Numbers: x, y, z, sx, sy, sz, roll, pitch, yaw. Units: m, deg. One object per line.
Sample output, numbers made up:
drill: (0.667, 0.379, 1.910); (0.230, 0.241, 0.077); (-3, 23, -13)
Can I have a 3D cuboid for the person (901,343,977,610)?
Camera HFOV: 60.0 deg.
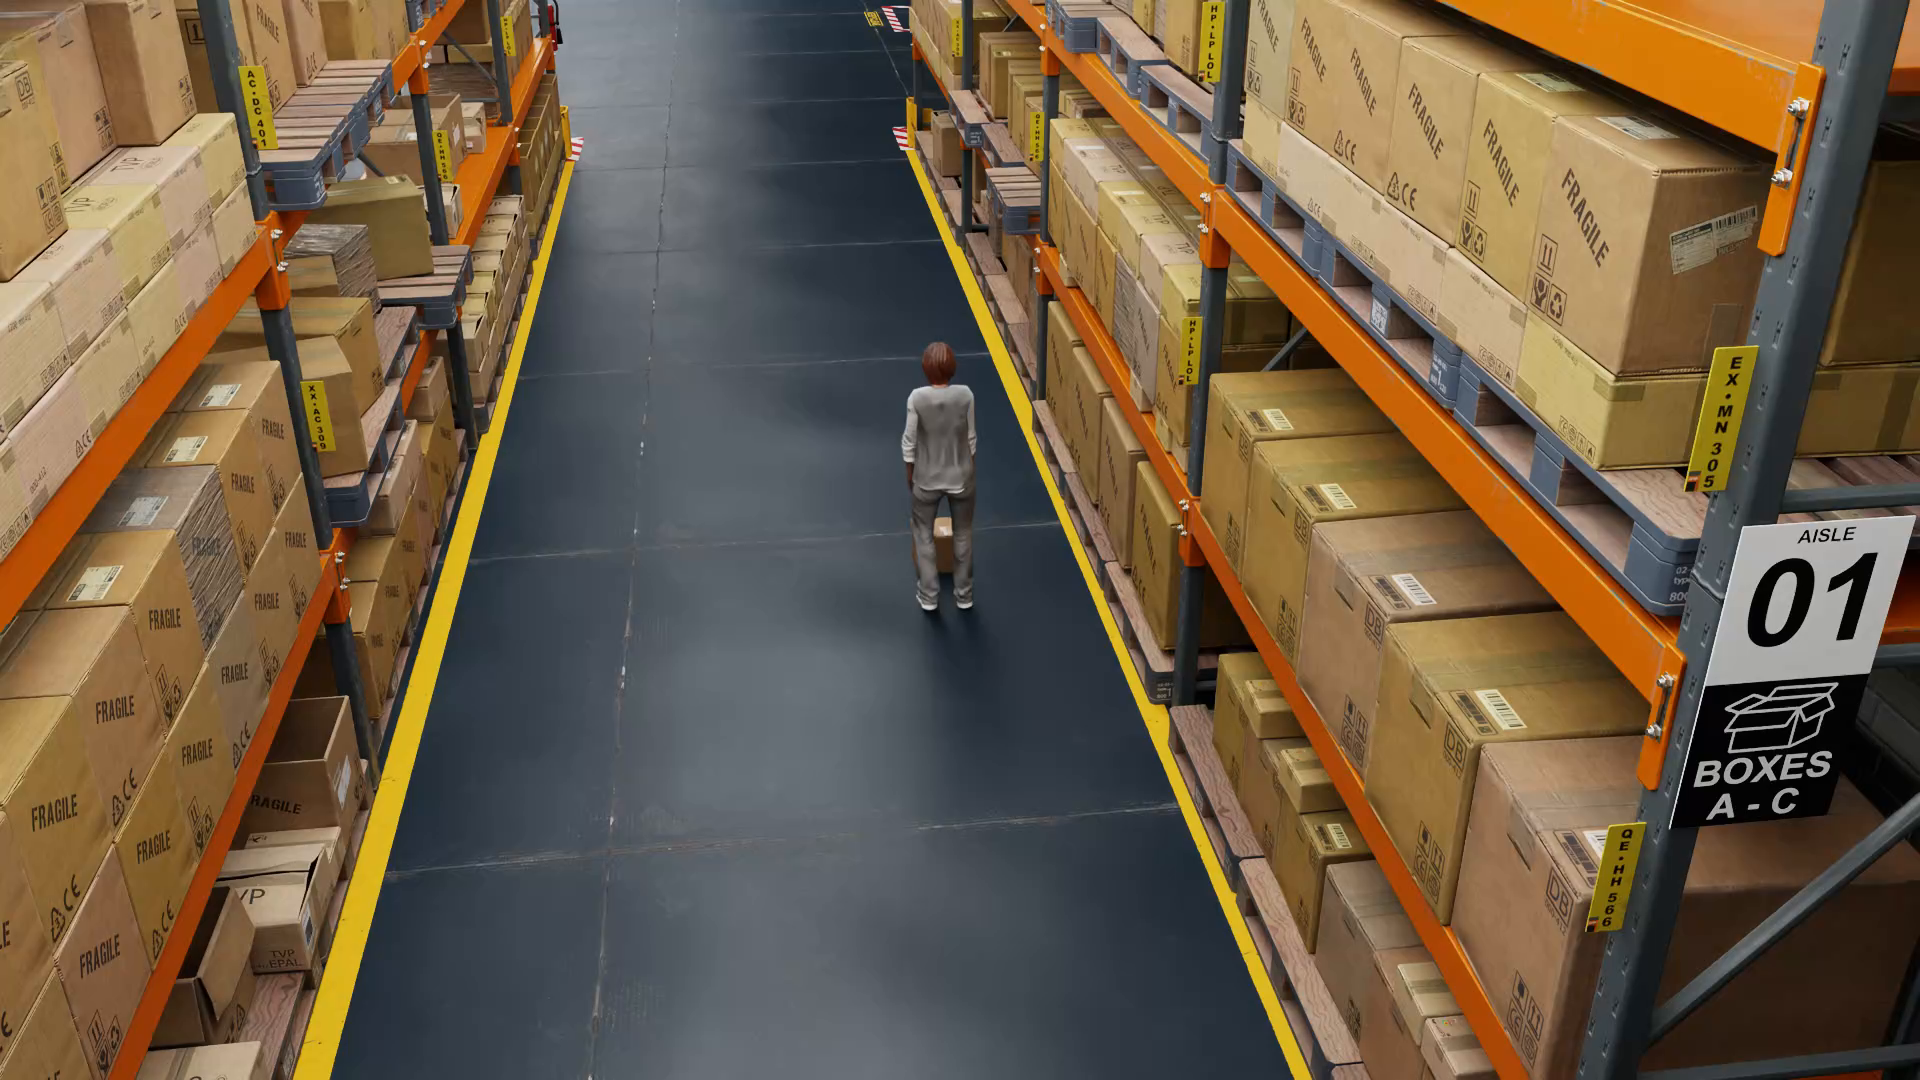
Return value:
person: (-0.115, -0.331, 9.301); (0.420, 1.573, 0.353); (-3, 28, -5)
